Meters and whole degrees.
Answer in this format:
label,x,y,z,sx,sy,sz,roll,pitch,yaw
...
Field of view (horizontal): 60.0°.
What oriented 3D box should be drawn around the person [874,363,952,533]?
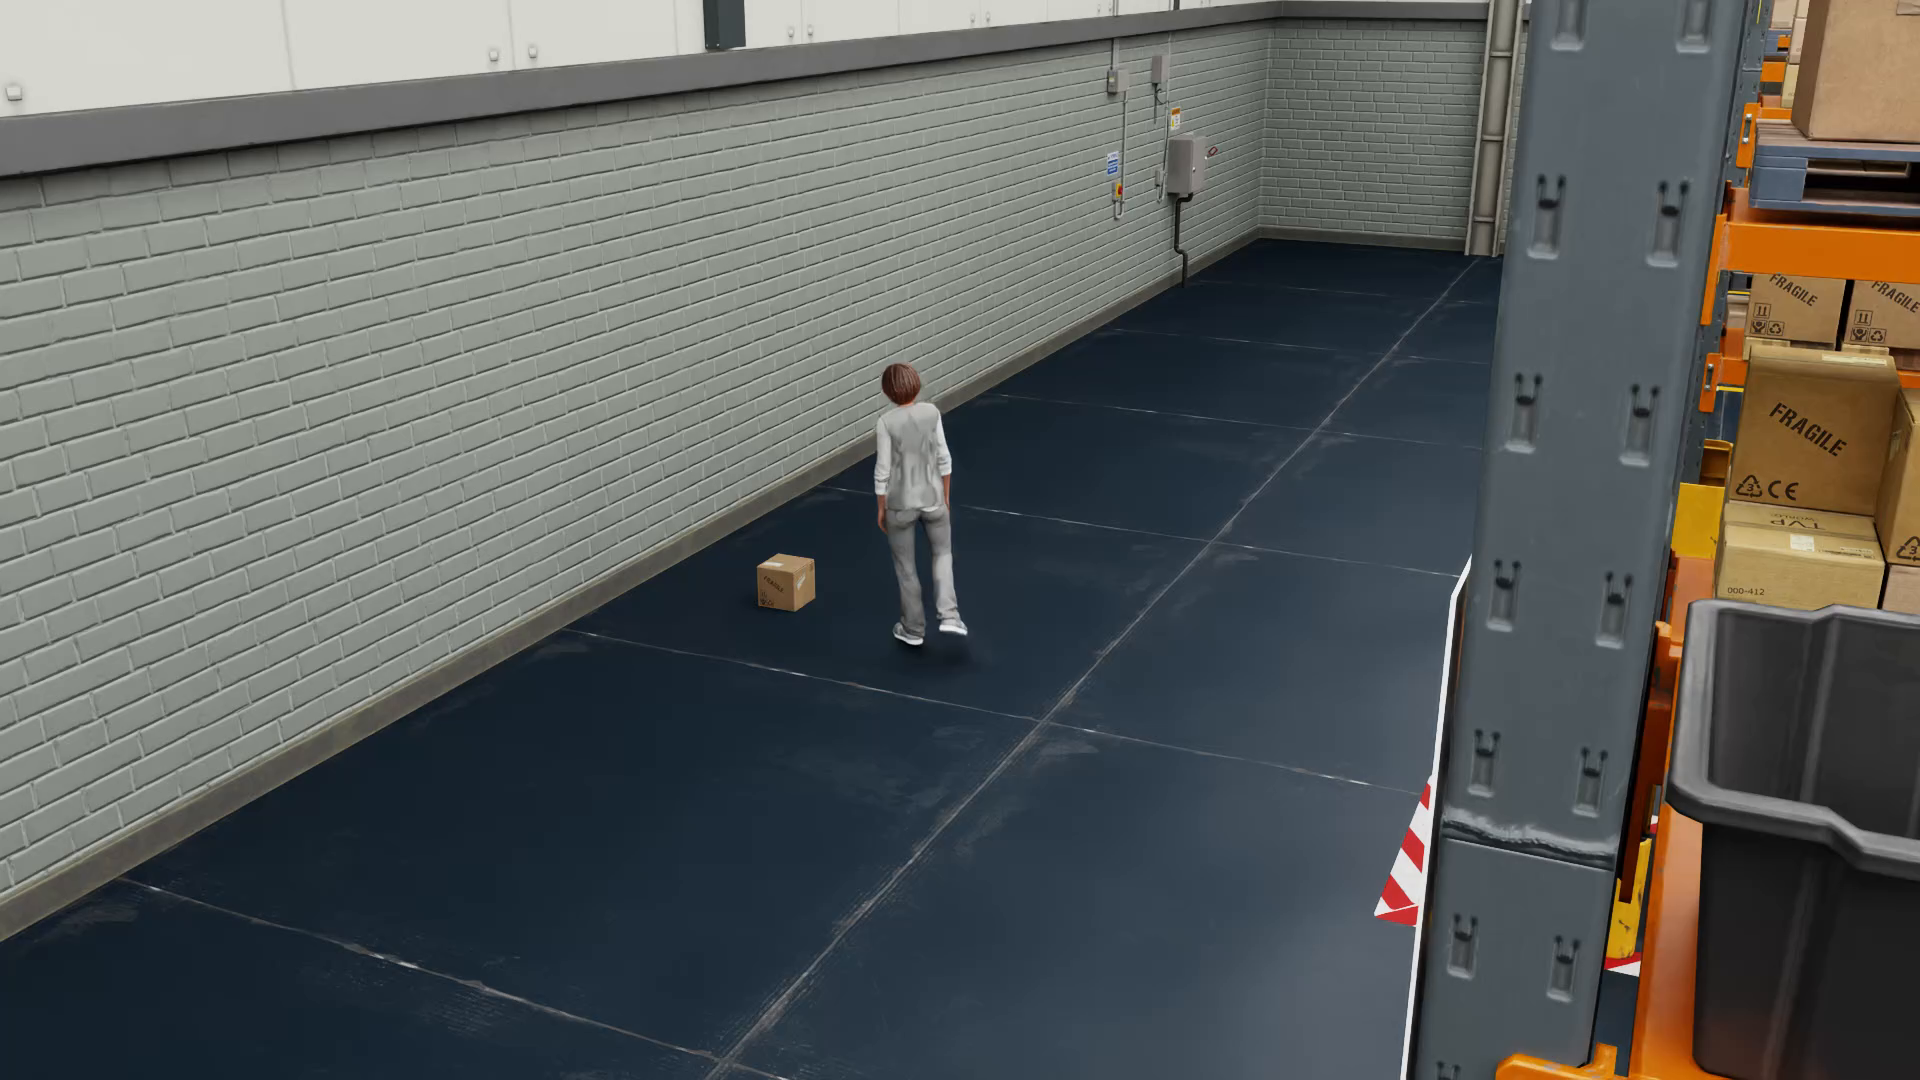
label,x,y,z,sx,sy,sz,roll,pitch,yaw
person,-0.258,-0.489,8.967,0.440,0.938,0.328,-7,21,-19
